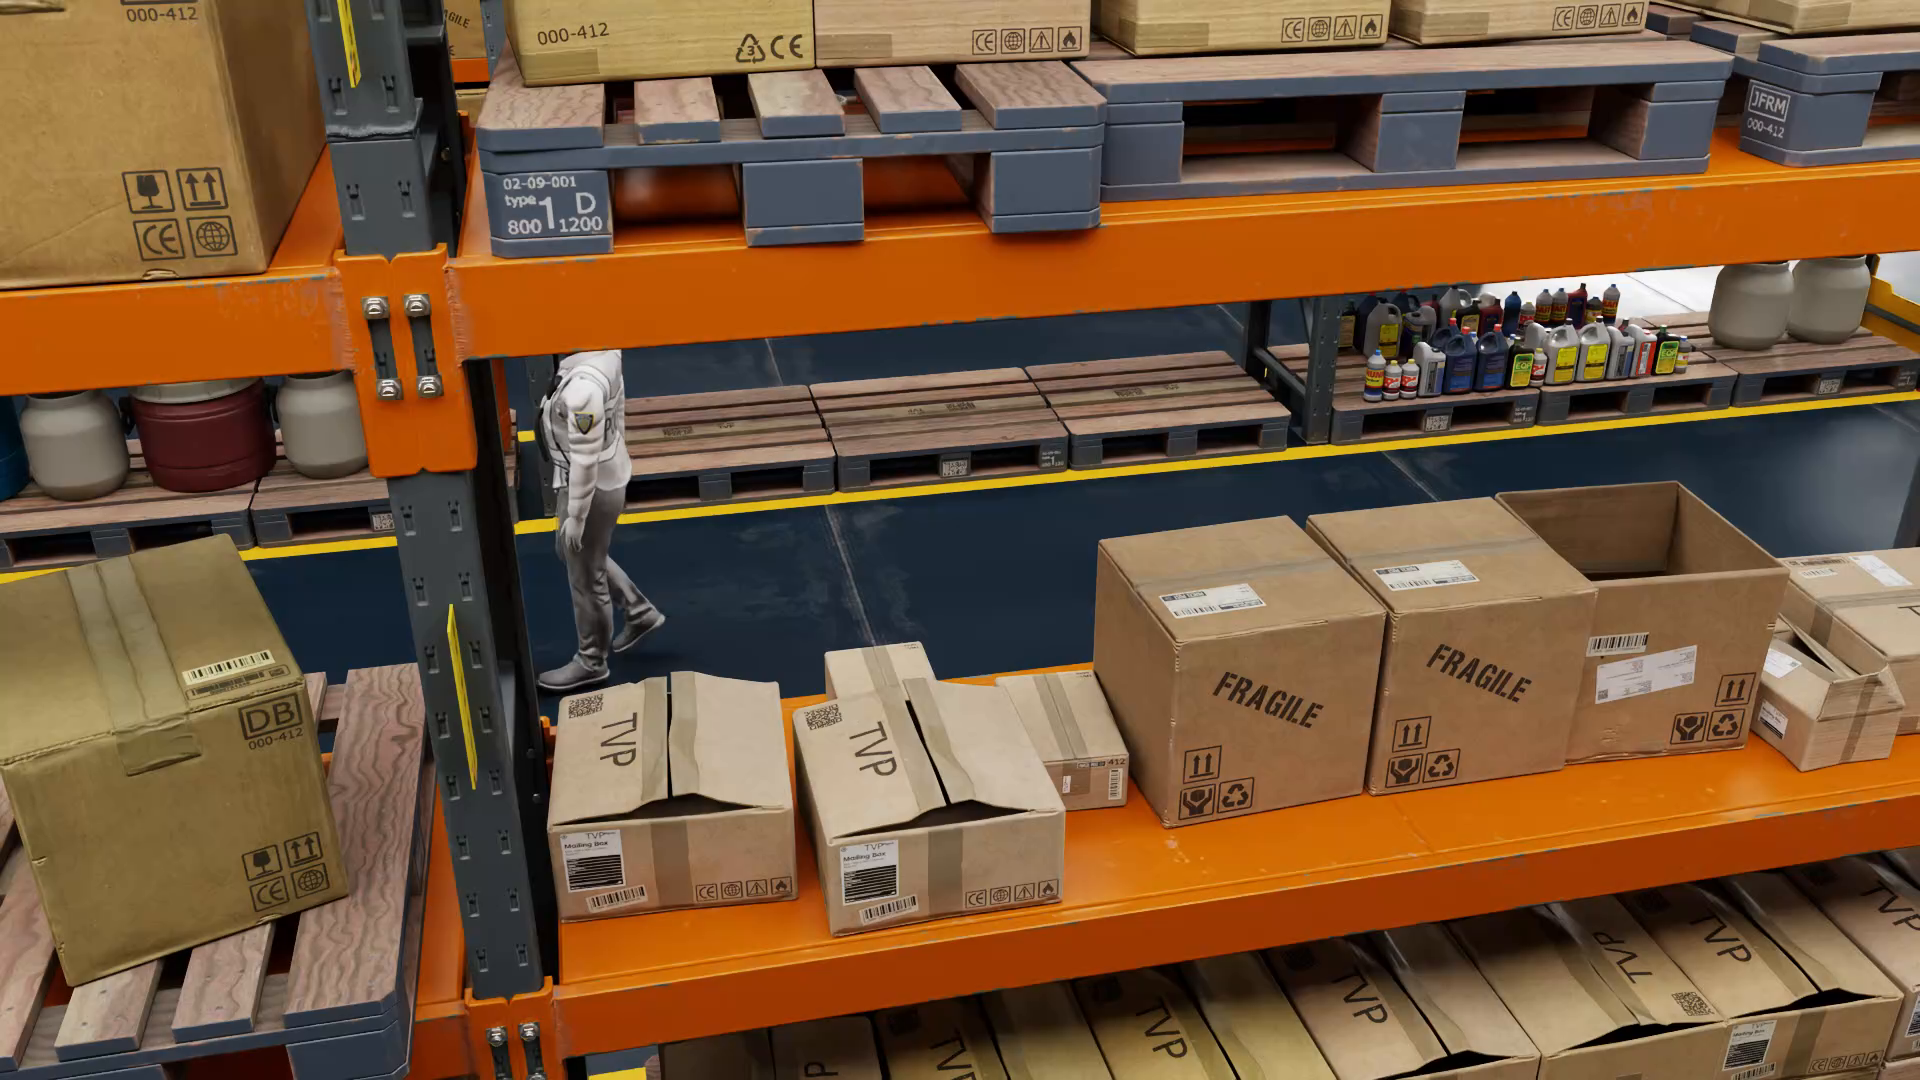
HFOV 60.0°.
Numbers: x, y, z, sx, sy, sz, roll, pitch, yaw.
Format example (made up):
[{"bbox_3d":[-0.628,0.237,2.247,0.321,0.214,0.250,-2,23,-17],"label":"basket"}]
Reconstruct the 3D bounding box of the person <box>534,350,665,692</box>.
[{"bbox_3d":[-1.460,-0.183,6.440,0.511,1.656,0.502,-2,27,-4],"label":"person"}]
